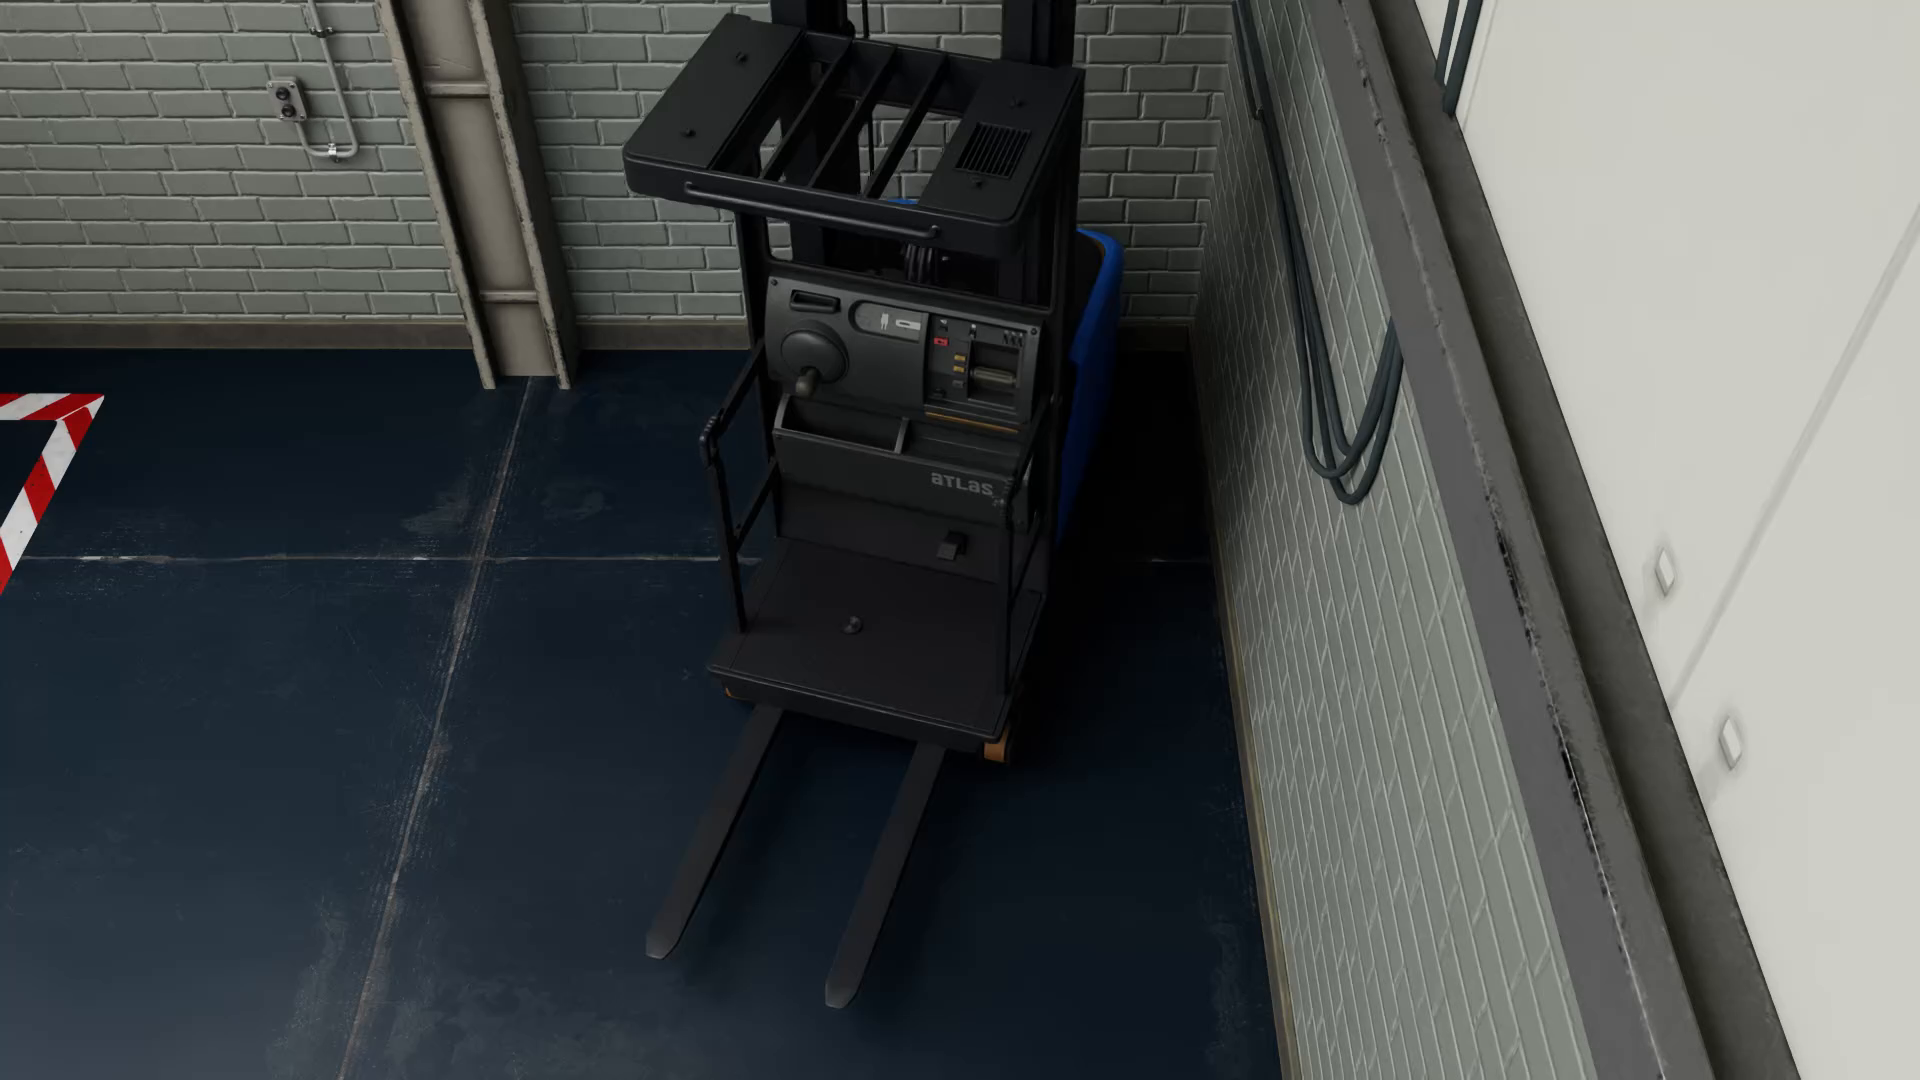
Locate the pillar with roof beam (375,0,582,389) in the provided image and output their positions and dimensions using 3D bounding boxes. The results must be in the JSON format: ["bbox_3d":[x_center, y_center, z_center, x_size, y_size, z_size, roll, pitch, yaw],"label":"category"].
[{"bbox_3d":[-1.957,-0.706,1.340,0.400,9.000,9.100,0,47,0],"label":"pillar with roof beam"}]

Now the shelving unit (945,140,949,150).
[{"bbox_3d":[0.073,-1.147,7.077,0.189,1.200,0.258,-20,50,-18],"label":"shelving unit"}]

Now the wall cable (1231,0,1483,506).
[{"bbox_3d":[1.011,-1.896,4.569,0.112,2.526,3.097,0,47,0],"label":"wall cable"}]

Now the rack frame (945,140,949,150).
[{"bbox_3d":[-0.009,-1.118,7.049,0.006,1.200,0.240,-20,50,-18],"label":"rack frame"}]

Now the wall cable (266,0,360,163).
[{"bbox_3d":[-3.360,-2.222,6.156,1.851,1.984,0.084,0,47,0],"label":"wall cable"}]

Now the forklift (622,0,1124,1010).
[{"bbox_3d":[-0.253,-0.518,5.310,1.130,2.935,3.031,12,48,11],"label":"forklift"}]
